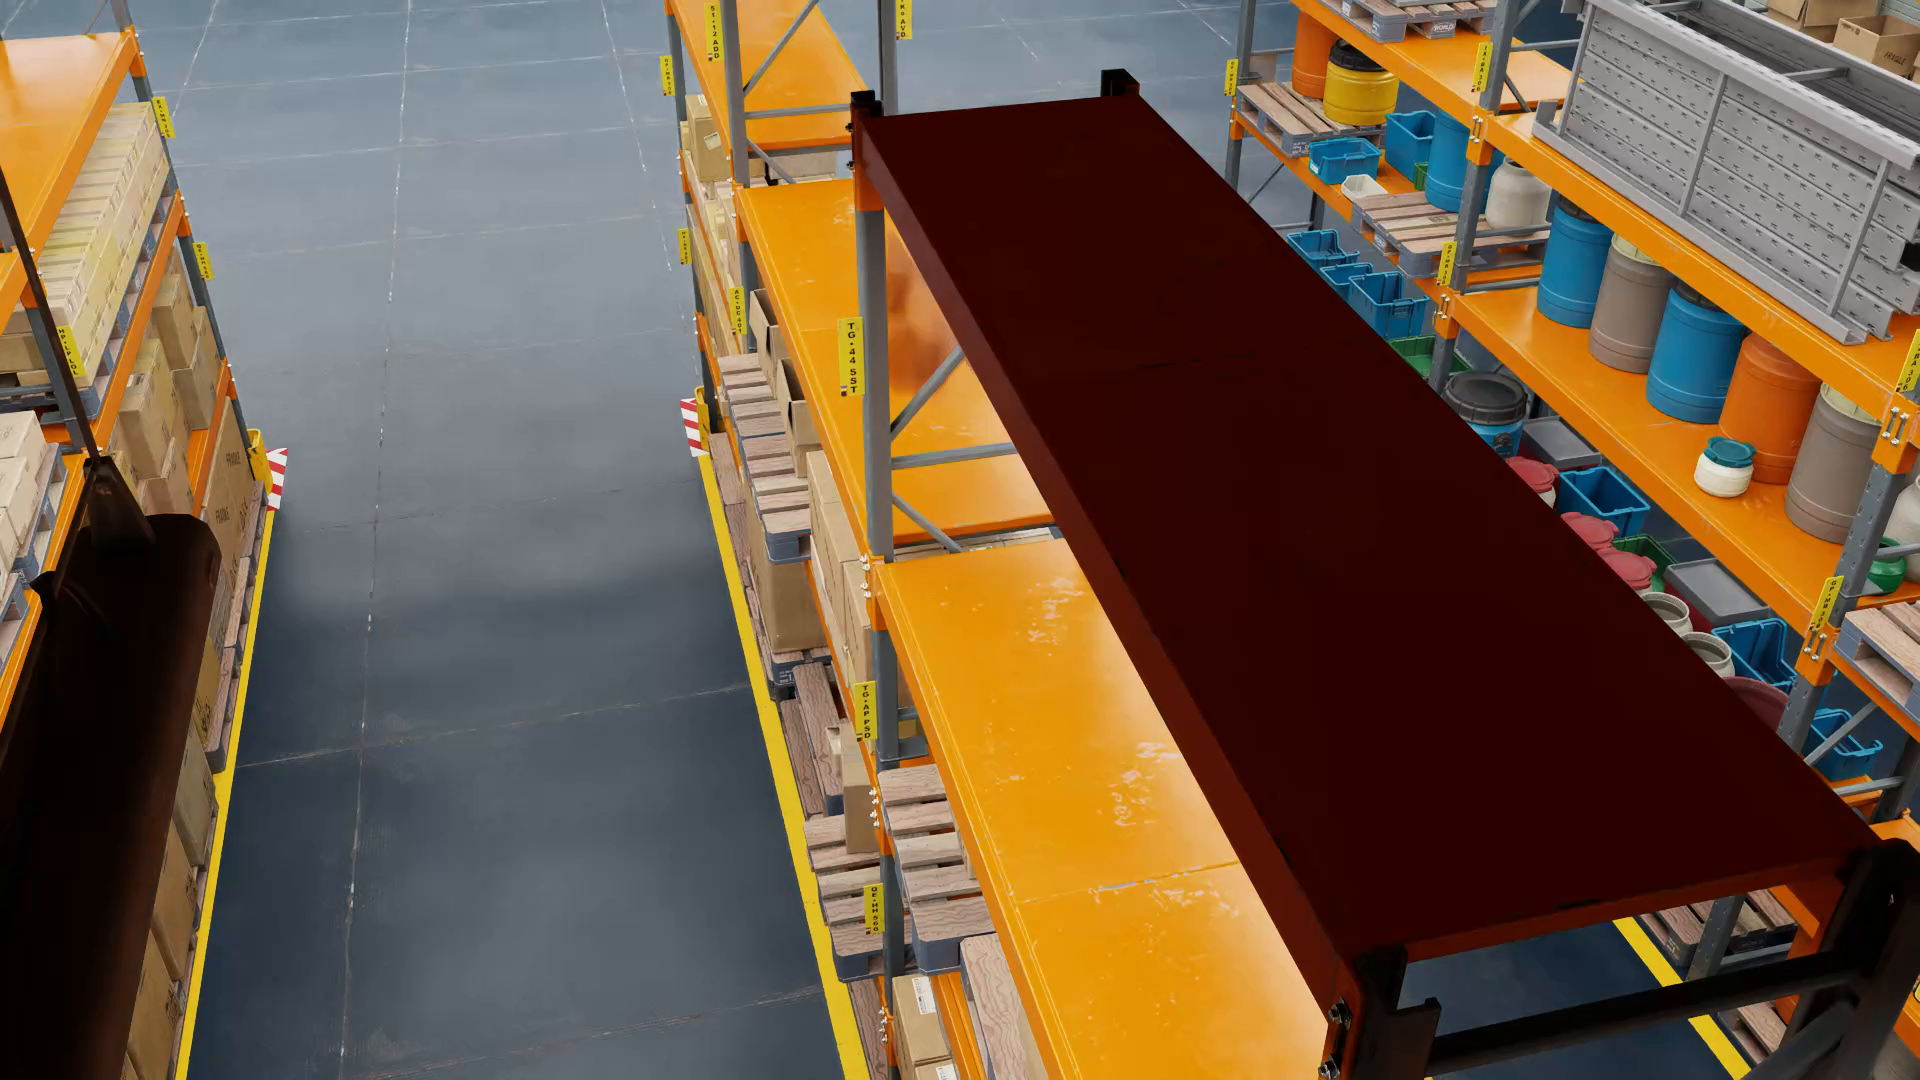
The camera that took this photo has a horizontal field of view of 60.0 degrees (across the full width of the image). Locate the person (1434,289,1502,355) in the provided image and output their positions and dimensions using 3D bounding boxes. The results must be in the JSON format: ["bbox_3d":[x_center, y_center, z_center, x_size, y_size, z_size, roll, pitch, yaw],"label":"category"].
[{"bbox_3d":[4.733,-2.215,15.758,0.726,1.751,0.904,-9,35,-13],"label":"person"}]
